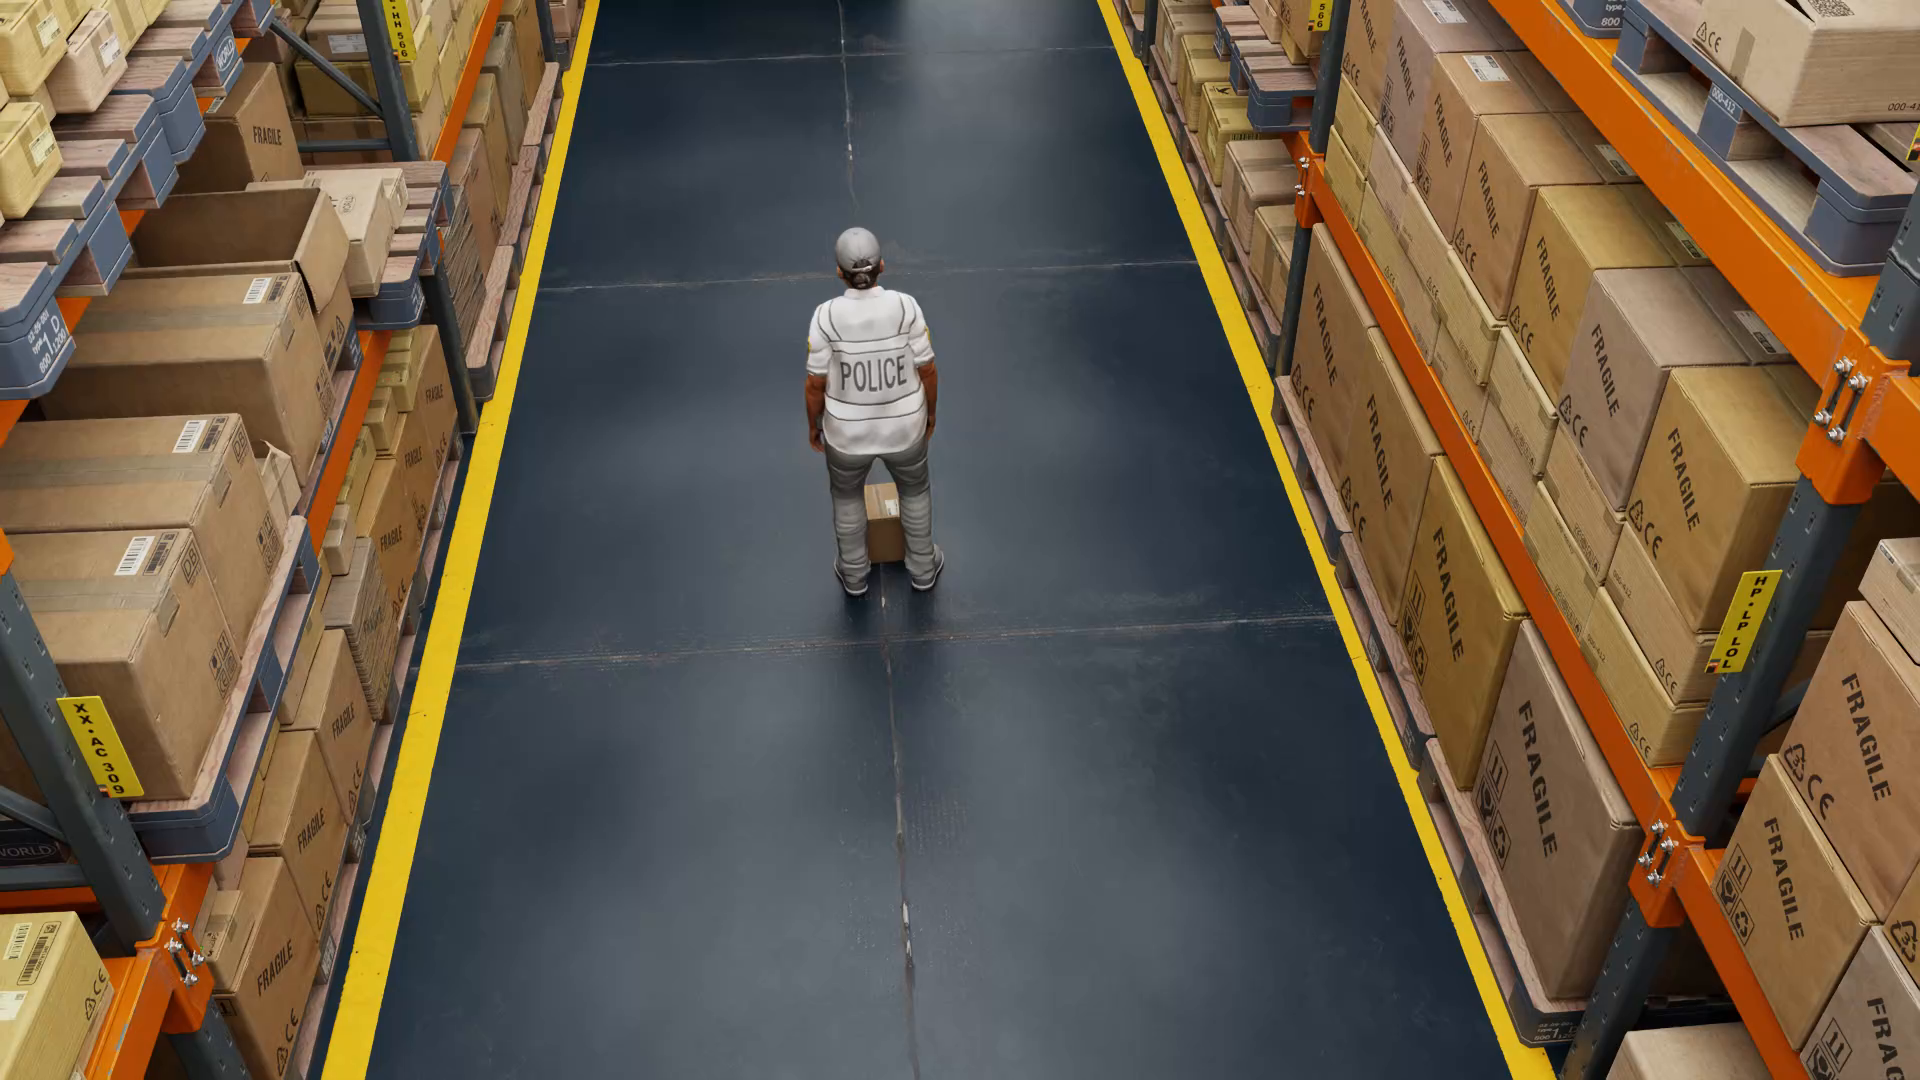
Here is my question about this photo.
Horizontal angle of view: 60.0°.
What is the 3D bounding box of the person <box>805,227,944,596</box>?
[{"bbox_3d":[-0.341,-0.488,6.745,0.563,1.666,0.457,-5,40,-7],"label":"person"}]
